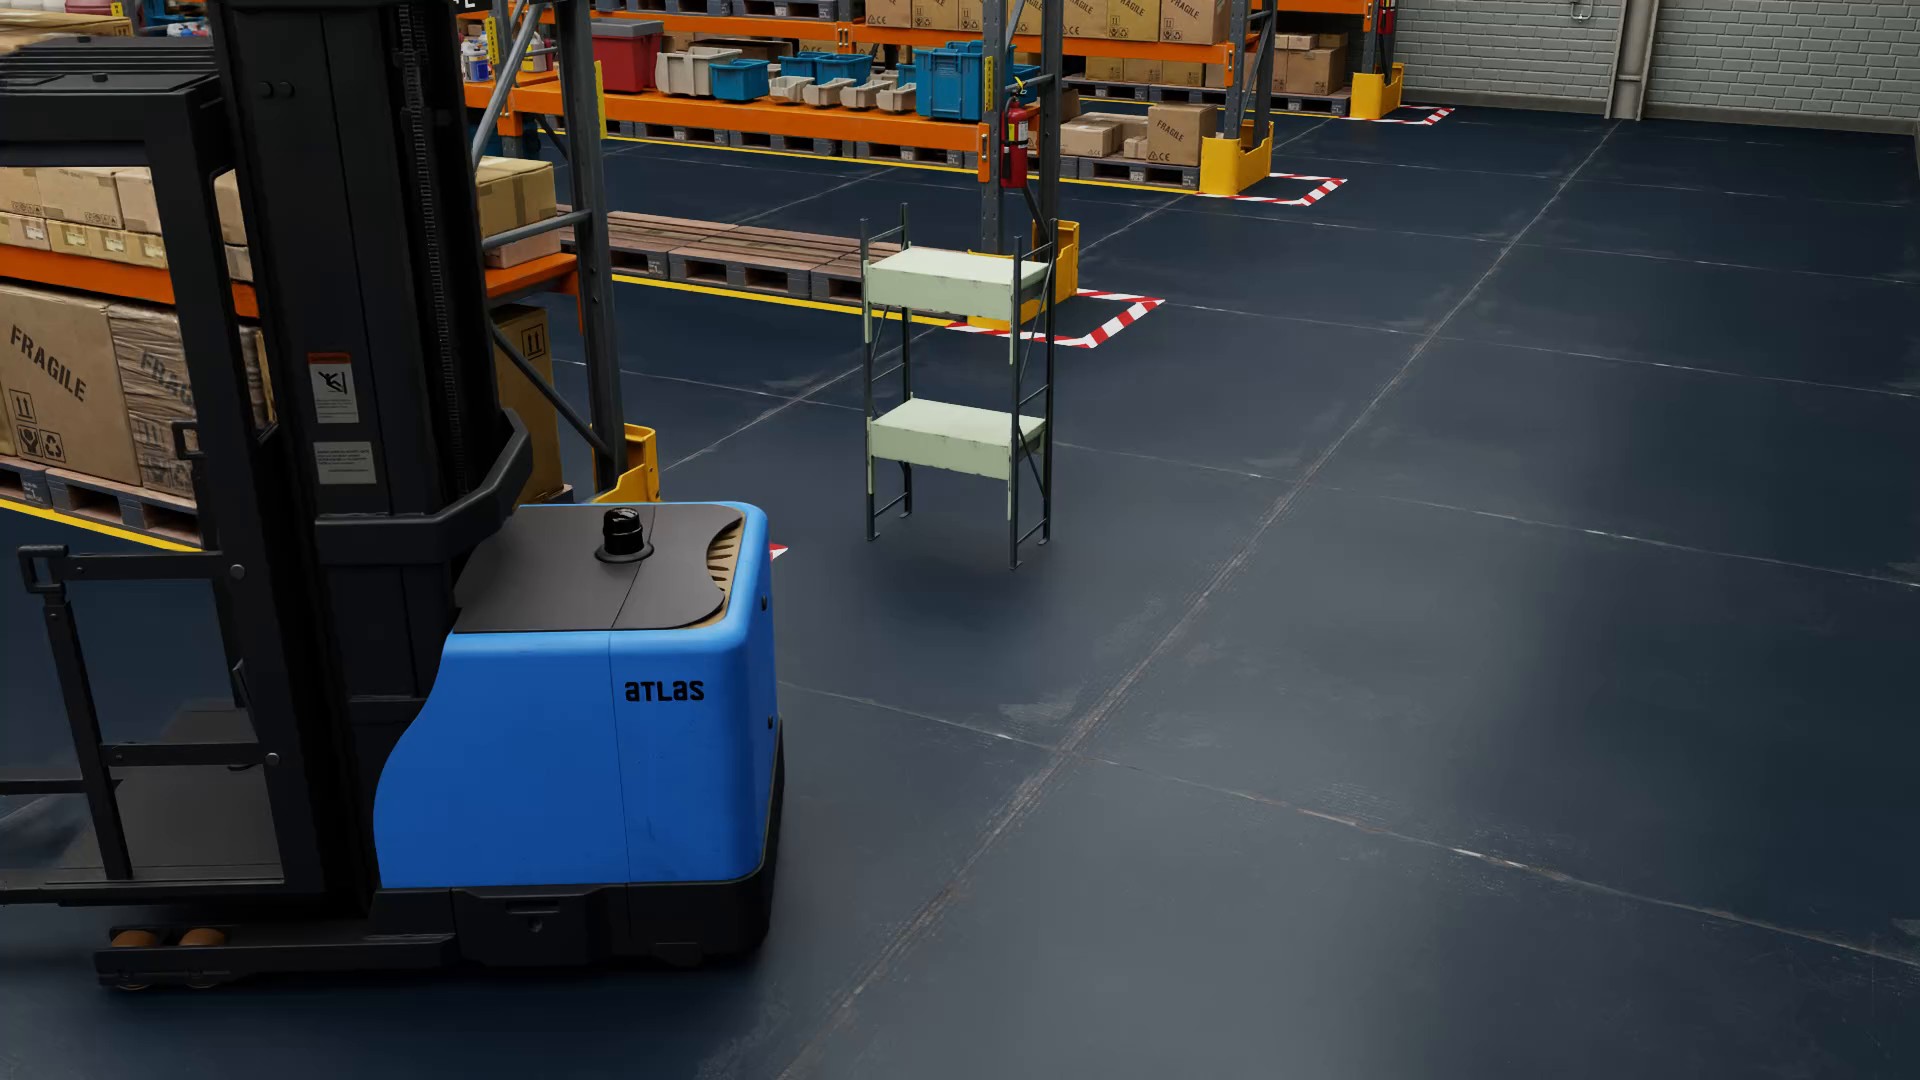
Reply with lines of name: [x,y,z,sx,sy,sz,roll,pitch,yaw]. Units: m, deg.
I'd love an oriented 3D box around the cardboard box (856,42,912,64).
cardboard box: [-0.876,-6.731,21.955,0.750,0.750,0.750,11,25,24]

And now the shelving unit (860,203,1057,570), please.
shelving unit: [-0.006,-0.691,7.459,0.755,1.500,0.431,11,25,25]

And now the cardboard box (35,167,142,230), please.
cardboard box: [-3.743,-1.588,7.462,0.500,0.250,0.500,11,26,25]

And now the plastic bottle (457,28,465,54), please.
plastic bottle: [-4.080,-4.010,13.496,0.133,0.283,0.061,11,25,25]

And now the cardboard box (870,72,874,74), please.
cardboard box: [-1.236,-4.645,17.472,0.500,0.500,0.500,10,25,22]

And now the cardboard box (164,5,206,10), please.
cardboard box: [-10.111,-6.652,21.578,0.500,0.500,0.500,11,25,25]

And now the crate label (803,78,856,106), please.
crate label: [-0.904,-3.071,11.398,0.243,0.136,0.396,11,25,25]

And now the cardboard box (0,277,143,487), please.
cardboard box: [-4.031,-0.875,8.154,0.875,0.875,0.875,11,25,25]

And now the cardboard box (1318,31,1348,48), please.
cardboard box: [4.419,-5.925,19.678,0.250,0.149,0.380,11,26,25]

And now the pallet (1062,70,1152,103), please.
pallet: [1.961,-5.708,20.903,1.213,0.211,1.003,11,25,25]

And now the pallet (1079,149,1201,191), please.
pallet: [1.876,-3.587,15.915,1.213,0.211,1.003,11,25,25]

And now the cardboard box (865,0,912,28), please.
cardboard box: [-0.582,-5.283,16.213,0.500,0.500,0.500,12,26,26]

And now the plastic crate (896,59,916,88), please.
plastic crate: [-0.242,-3.212,11.608,0.300,0.233,0.416,11,25,25]

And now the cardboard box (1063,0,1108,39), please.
cardboard box: [1.226,-4.927,15.374,0.500,0.500,0.500,11,26,25]

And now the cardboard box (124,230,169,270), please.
cardboard box: [-3.428,-1.315,7.330,0.250,0.149,0.380,11,26,25]

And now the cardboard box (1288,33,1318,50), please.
cardboard box: [4.021,-5.836,19.469,0.250,0.149,0.380,11,25,24]

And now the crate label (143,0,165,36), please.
crate label: [-7.487,-4.686,14.890,0.616,0.435,0.502,11,25,25]

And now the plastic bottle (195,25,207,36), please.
plastic bottle: [-6.209,-4.083,13.666,0.133,0.283,0.061,11,25,25]

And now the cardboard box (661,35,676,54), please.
cardboard box: [-3.491,-5.434,18.369,0.500,0.250,0.500,12,26,27]

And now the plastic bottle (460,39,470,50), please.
plastic bottle: [-3.985,-3.946,13.449,0.097,0.201,0.097,0,23,0]

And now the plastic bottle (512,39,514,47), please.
plastic bottle: [-3.604,-3.902,13.258,0.097,0.271,0.097,0,23,0]

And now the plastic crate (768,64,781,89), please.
plastic crate: [-1.463,-3.397,12.165,0.466,0.136,0.293,11,25,25]

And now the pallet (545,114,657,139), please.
pallet: [-3.835,-4.701,18.533,1.213,0.211,1.003,11,25,25]

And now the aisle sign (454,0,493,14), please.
aisle sign: [-1.889,-2.336,6.088,0.004,0.787,0.394,11,25,25]

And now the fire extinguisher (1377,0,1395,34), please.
fire extinguisher: [4.814,-6.052,18.723,0.183,0.674,0.296,11,25,25]

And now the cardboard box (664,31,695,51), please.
cardboard box: [-3.782,-7.230,23.550,0.500,0.500,0.700,11,25,24]

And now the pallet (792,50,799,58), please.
pallet: [-2.949,-6.715,23.270,1.213,0.211,1.003,11,25,25]

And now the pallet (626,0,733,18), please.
pallet: [-2.746,-5.699,17.562,1.213,0.211,1.003,11,25,25]

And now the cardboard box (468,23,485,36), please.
cardboard box: [-7.240,-7.746,25.212,0.250,0.149,0.380,9,25,20]

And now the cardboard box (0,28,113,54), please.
cardboard box: [-4.173,-2.023,7.526,0.500,0.500,0.500,10,25,23]

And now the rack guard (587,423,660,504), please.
rack guard: [-1.796,-0.102,7.352,0.348,0.500,1.175,11,25,25]

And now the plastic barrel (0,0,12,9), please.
plastic barrel: [-8.496,-4.717,14.835,0.433,0.535,0.433,0,23,0]

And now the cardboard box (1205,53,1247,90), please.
cardboard box: [3.322,-5.755,20.108,0.500,0.500,0.700,10,25,23]

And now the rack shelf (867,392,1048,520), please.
rack shelf: [-0.006,-0.391,7.587,0.720,0.370,0.431,11,25,25]

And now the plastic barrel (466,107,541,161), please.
plastic barrel: [-3.630,-3.023,13.170,0.708,0.901,0.600,11,25,25]

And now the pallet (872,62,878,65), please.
pallet: [-1.583,-6.411,22.555,1.213,0.211,1.003,11,25,25]

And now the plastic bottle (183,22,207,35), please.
plastic bottle: [-6.413,-4.206,13.966,0.135,0.276,0.152,11,25,25]

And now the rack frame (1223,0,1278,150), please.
rack frame: [2.656,-4.716,15.007,0.127,3.000,1.000,11,25,25]

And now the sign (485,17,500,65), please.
sign: [-3.402,-3.629,12.096,0.005,0.325,0.100,11,25,25]

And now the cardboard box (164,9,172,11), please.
cardboard box: [-10.346,-6.471,21.151,0.500,0.500,0.500,11,25,25]

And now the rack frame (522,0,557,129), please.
rack frame: [-4.484,-6.129,18.329,0.127,3.000,1.000,11,25,25]

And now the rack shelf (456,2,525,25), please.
rack shelf: [-6.269,-6.151,19.300,4.000,0.370,1.077,11,25,25]

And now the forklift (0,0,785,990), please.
forklift: [-2.093,-0.279,4.660,3.031,2.935,1.130,-1,23,-2]

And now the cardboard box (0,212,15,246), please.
cardboard box: [-4.340,-1.496,7.755,0.250,0.149,0.380,11,25,24]

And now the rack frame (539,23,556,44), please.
rack frame: [-5.822,-8.566,24.059,0.127,3.000,1.000,11,25,25]

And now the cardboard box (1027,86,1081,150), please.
cardboard box: [0.765,-4.146,16.294,0.637,0.503,0.797,11,25,25]

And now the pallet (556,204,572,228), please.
pallet: [-3.822,-2.561,13.502,1.213,0.211,1.003,11,25,25]

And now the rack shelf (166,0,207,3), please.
rack shelf: [-9.838,-6.857,20.961,4.000,0.370,1.077,11,25,25]
